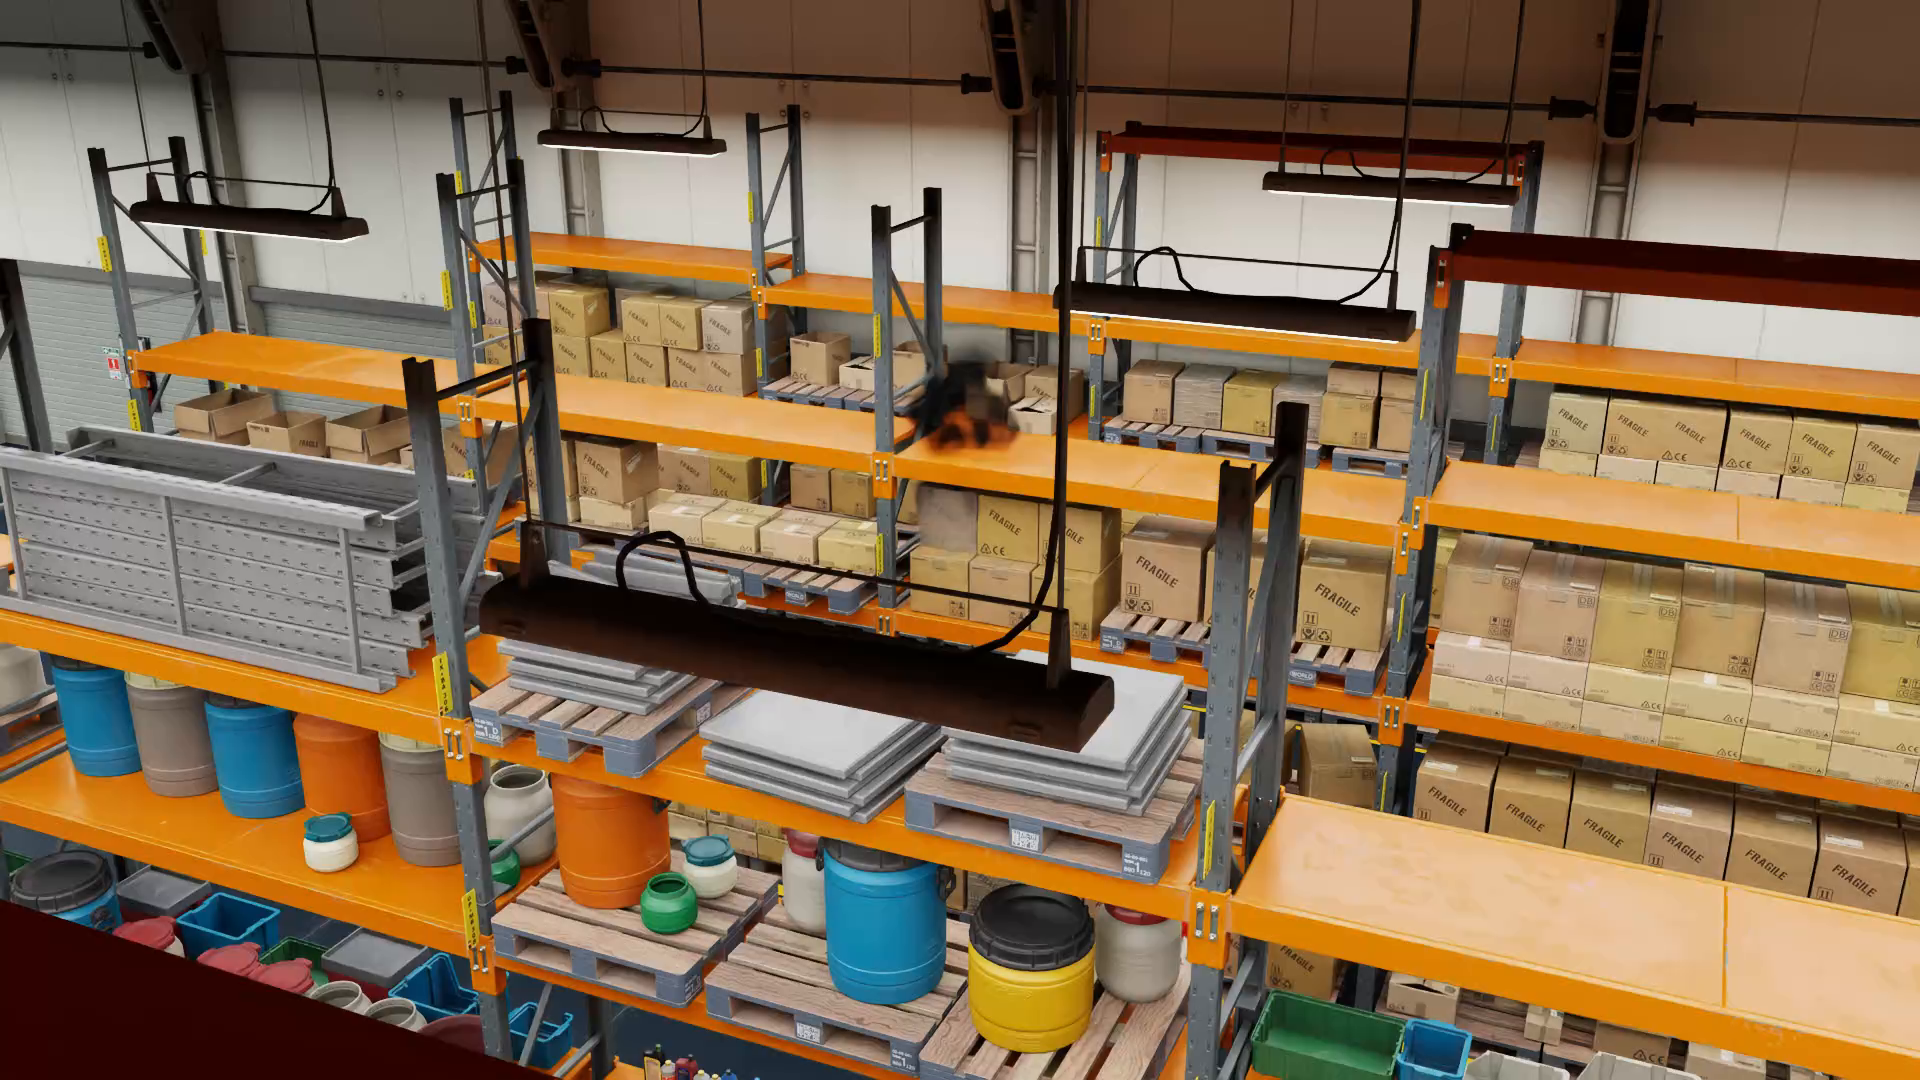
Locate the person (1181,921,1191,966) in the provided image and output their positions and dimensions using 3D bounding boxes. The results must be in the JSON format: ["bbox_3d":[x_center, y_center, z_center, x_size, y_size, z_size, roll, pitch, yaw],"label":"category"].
[{"bbox_3d":[1.425,3.300,11.386,0.696,1.847,0.647,6,21,16],"label":"person"}]
